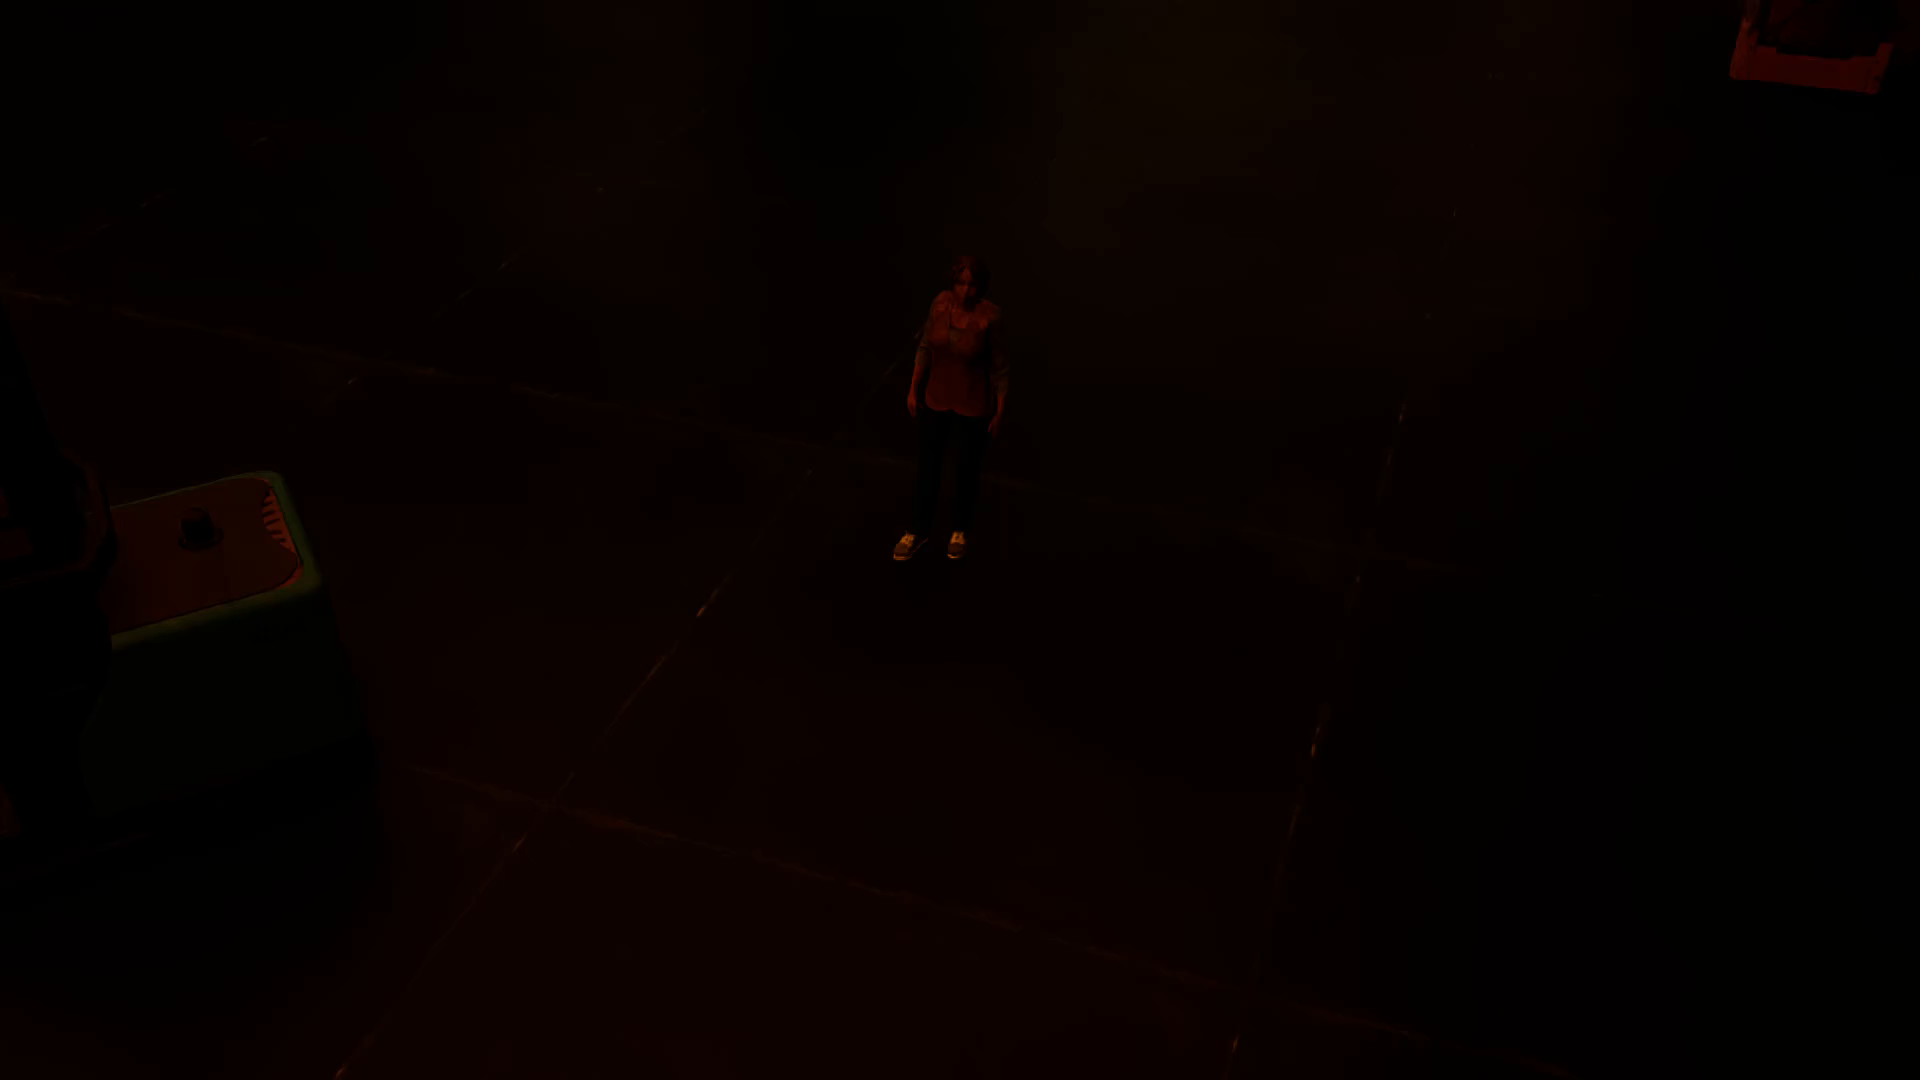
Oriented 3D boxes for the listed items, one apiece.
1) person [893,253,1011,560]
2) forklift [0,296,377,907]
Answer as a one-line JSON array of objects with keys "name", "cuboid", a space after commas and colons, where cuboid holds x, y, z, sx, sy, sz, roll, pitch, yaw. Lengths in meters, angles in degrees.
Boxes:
[{"name": "person", "cuboid": [-0.038, -0.619, 8.126, 0.520, 1.597, 0.474, 12, 37, 16]}, {"name": "forklift", "cuboid": [-4.057, 0.007, 6.101, 3.031, 2.935, 1.130, -18, 39, -23]}]
